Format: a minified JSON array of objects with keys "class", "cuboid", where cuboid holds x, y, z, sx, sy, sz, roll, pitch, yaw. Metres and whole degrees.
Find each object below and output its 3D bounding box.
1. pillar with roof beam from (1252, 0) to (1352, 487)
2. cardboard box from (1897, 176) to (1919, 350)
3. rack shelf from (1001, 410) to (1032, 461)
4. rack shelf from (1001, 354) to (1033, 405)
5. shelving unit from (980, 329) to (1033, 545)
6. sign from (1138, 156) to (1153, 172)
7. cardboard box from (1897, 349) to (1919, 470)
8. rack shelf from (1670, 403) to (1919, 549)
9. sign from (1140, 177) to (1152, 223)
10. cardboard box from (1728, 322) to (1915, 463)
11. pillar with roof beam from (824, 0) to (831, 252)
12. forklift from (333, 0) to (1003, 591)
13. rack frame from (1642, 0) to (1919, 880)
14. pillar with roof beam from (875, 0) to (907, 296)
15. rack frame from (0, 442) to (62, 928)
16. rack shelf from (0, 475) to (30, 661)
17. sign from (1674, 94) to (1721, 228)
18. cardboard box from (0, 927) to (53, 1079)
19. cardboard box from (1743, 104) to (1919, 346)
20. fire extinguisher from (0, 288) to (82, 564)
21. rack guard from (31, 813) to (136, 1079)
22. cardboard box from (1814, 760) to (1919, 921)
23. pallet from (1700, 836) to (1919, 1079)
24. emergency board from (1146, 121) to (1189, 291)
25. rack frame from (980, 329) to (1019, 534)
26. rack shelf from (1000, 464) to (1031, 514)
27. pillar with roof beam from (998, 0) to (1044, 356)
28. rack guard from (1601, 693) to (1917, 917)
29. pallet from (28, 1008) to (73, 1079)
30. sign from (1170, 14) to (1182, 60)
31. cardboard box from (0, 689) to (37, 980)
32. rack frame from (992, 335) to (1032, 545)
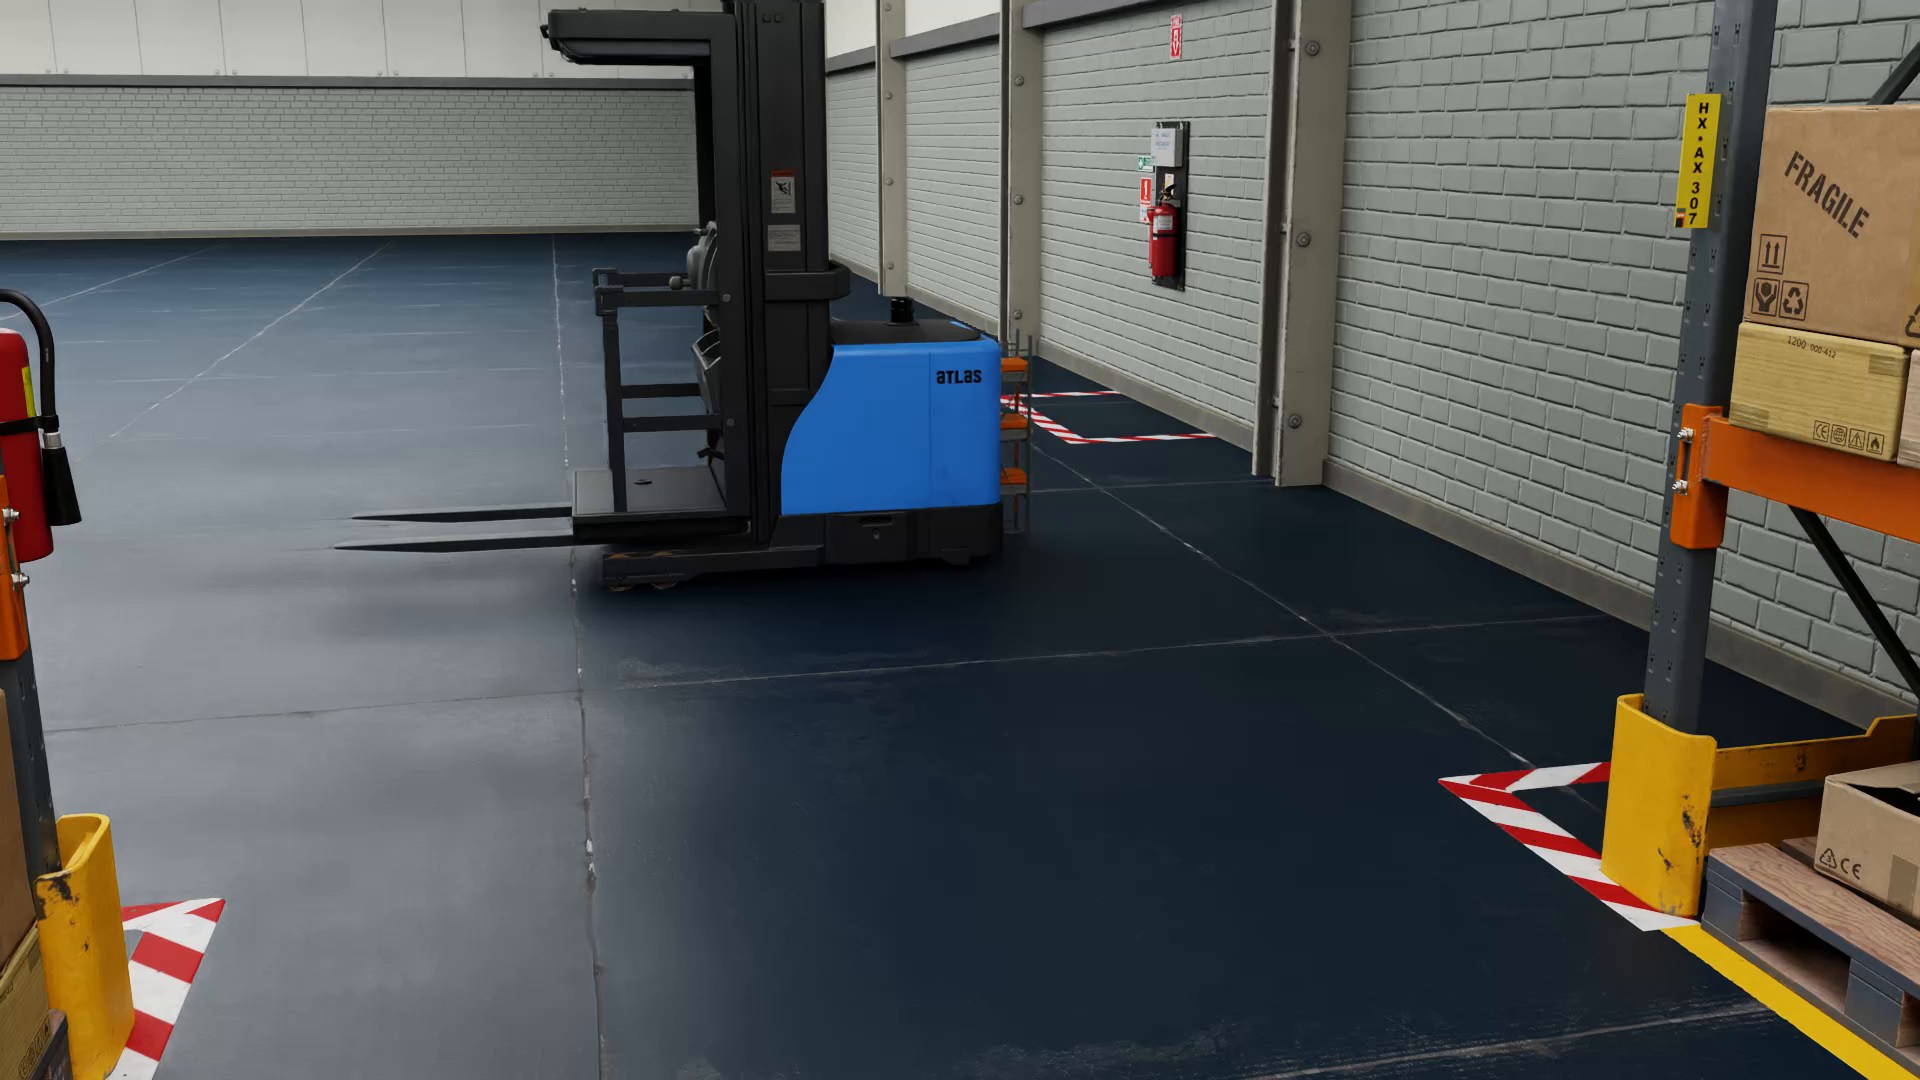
[{"class":"pillar with roof beam","cuboid":[-2.222,-4.498,7.876,9.100,9.000,0.400,-3,14,-13]},{"class":"cardboard box","cuboid":[2.293,-0.612,3.307,0.500,0.500,0.500,-3,14,-13]},{"class":"rack shelf","cuboid":[0.224,-0.499,8.301,0.215,0.259,0.240,-3,14,-12]},{"class":"rack shelf","cuboid":[0.224,-0.774,8.233,0.215,0.259,0.240,-3,14,-12]},{"class":"shelving unit","cuboid":[0.224,-0.509,8.298,0.215,1.050,0.252,-3,14,-12]},{"class":"sign","cuboid":[1.383,-2.802,12.385,0.001,0.109,0.331,-3,14,-13]},{"class":"cardboard box","cuboid":[2.309,-0.240,3.364,0.500,0.250,0.500,-4,14,-15]},{"class":"rack shelf","cuboid":[2.837,0.258,2.565,1.077,0.370,4.000,-3,14,-13]},{"class":"sign","cuboid":[1.390,-2.546,12.454,0.001,0.329,0.234,-3,14,-13]},{"class":"cardboard box","cuboid":[2.173,-0.359,3.851,0.500,0.250,0.500,-4,14,-15]},{"class":"pillar with roof beam","cuboid":[-6.449,-8.650,24.873,9.100,9.000,0.400,-3,14,-13]},{"class":"forklift","cuboid":[-1.368,-1.330,7.695,3.031,2.935,1.130,-3,14,-12]},{"class":"rack frame","cuboid":[2.367,-0.553,4.369,1.000,3.000,0.127,-3,14,-13]},{"class":"pillar with roof beam","cuboid":[-5.040,-7.266,19.207,9.100,9.000,0.400,-3,14,-13]},{"class":"rack frame","cuboid":[-2.447,-0.276,3.235,1.000,3.000,0.127,-3,14,-13]},{"class":"rack shelf","cuboid":[-1.978,0.535,1.432,1.077,0.370,4.000,-3,14,-13]},{"class":"sign","cuboid":[1.840,-0.943,4.142,0.100,0.325,0.005,-3,14,-13]},{"class":"cardboard box","cuboid":[-2.034,0.963,3.072,0.500,0.250,0.500,-3,14,-13]},{"class":"cardboard box","cuboid":[2.187,-0.727,3.776,0.500,0.500,0.500,-3,14,-13]},{"class":"fire extinguisher","cuboid":[-2.024,-0.291,3.462,0.296,0.674,0.183,-3,14,-13]},{"class":"rack guard","cuboid":[-2.453,0.933,3.554,1.175,0.500,0.348,-3,14,-13]},{"class":"cardboard box","cuboid":[2.442,0.704,3.962,0.500,0.311,0.500,-5,15,-20]},{"class":"pallet","cuboid":[2.541,1.009,3.853,1.003,0.211,1.213,-3,14,-13]},{"class":"emergency board","cuboid":[1.420,-2.396,11.913,0.194,1.169,0.643,-3,14,-13]},{"class":"rack frame","cuboid":[0.197,-0.537,8.414,0.200,1.050,0.008,-3,14,-12]},{"class":"rack shelf","cuboid":[0.224,-0.229,8.366,0.215,0.259,0.240,-3,14,-12]},{"class":"pillar with roof beam","cuboid":[-3.631,-5.882,13.542,9.100,9.000,0.400,-3,14,-13]},{"class":"rack guard","cuboid":[2.385,0.679,4.593,1.175,0.500,0.348,-3,14,-13]},{"class":"pallet","cuboid":[-2.227,1.253,2.853,1.003,0.211,1.213,-3,14,-13]},{"class":"sign","cuboid":[1.515,-3.529,11.668,0.001,0.298,0.199,-3,14,-13]},{"class":"cardboard box","cuboid":[-2.032,0.599,2.984,0.500,0.500,0.500,-3,14,-13]},{"class":"rack frame","cuboid":[0.251,-0.481,8.182,0.200,1.050,0.008,-3,14,-12]}]
